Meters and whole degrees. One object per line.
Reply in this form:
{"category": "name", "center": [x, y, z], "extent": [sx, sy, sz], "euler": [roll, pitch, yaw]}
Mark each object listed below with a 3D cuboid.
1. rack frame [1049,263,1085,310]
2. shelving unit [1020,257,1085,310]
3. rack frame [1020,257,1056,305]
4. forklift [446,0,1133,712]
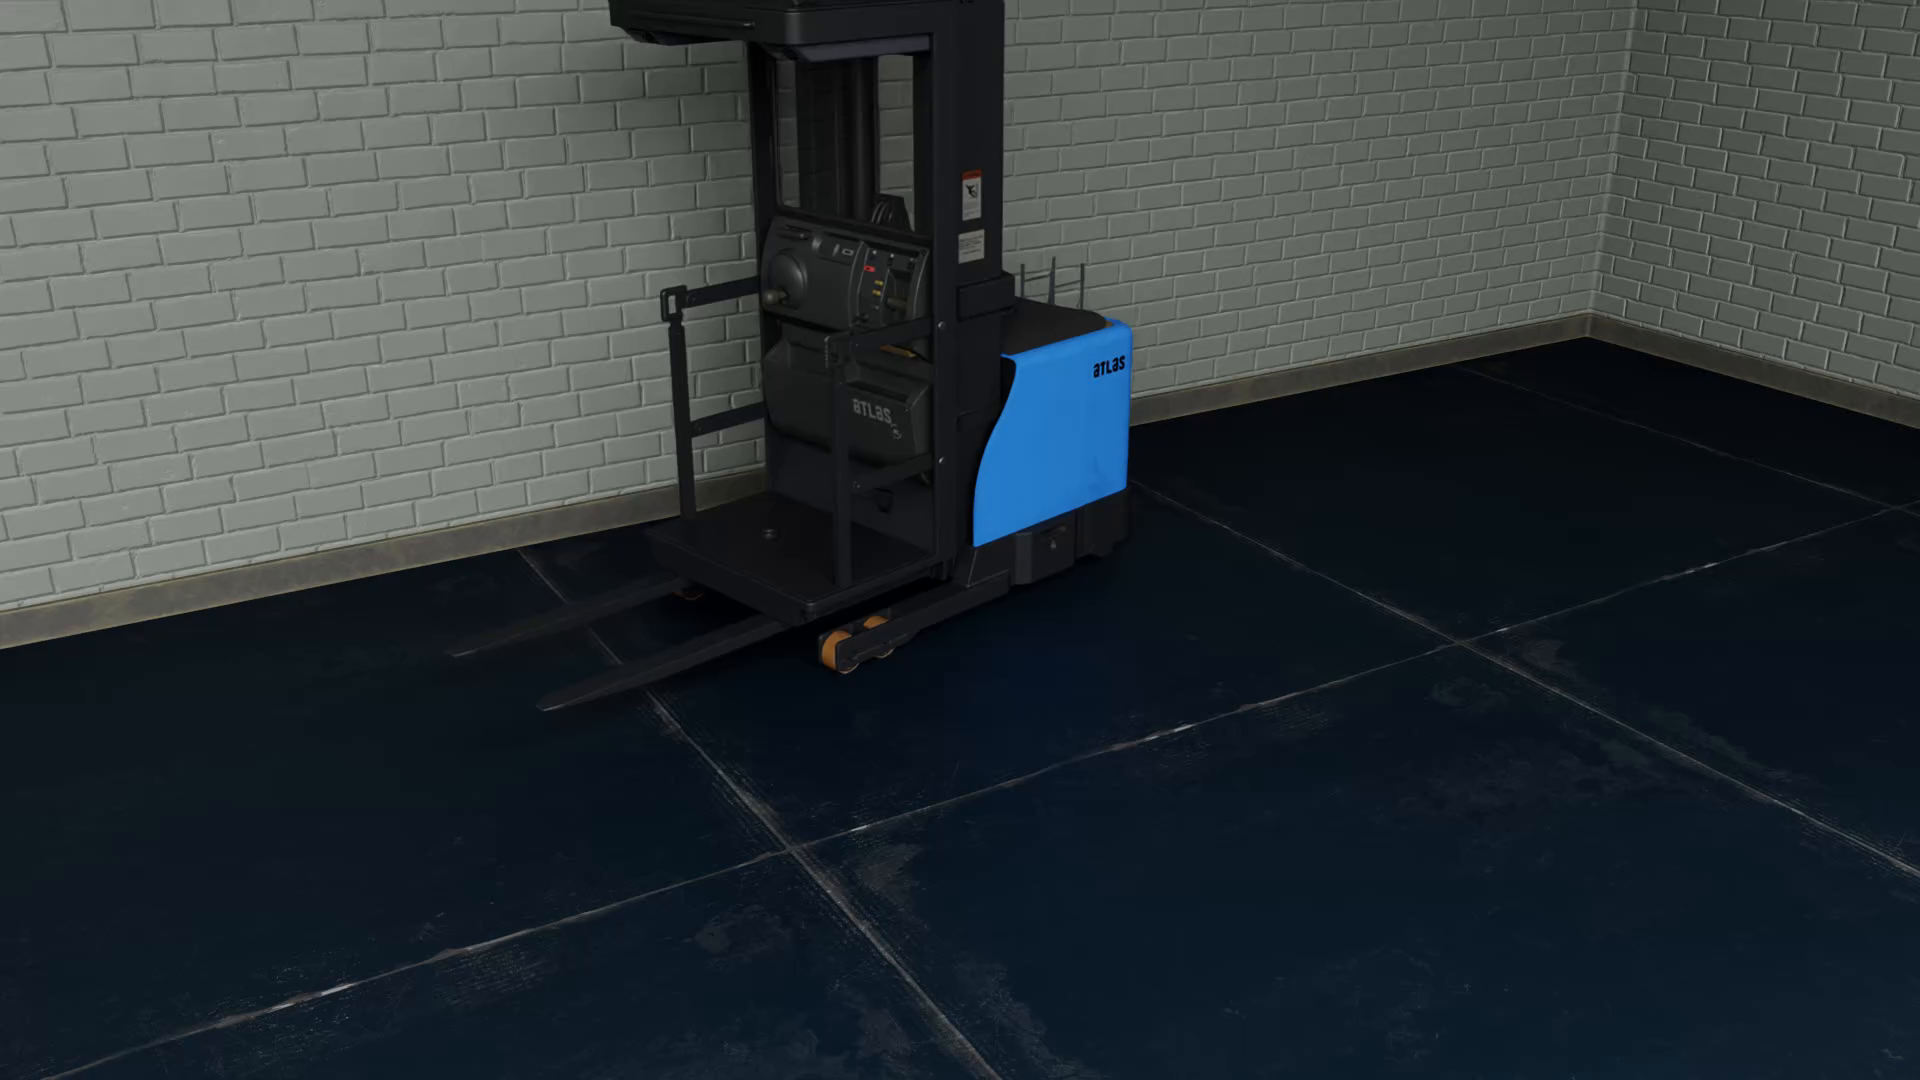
{"category": "rack frame", "center": [0.499, -0.718, 7.982], "extent": [0.006, 1.200, 0.240], "euler": [20, 29, 41]}
{"category": "shelving unit", "center": [0.434, -0.742, 8.042], "extent": [0.189, 1.200, 0.258], "euler": [20, 29, 41]}
{"category": "rack frame", "center": [0.369, -0.767, 8.101], "extent": [0.006, 1.200, 0.240], "euler": [20, 29, 41]}
{"category": "forklift", "center": [-0.616, -1.053, 6.508], "extent": [1.130, 2.935, 3.031], "euler": [20, 30, 41]}
